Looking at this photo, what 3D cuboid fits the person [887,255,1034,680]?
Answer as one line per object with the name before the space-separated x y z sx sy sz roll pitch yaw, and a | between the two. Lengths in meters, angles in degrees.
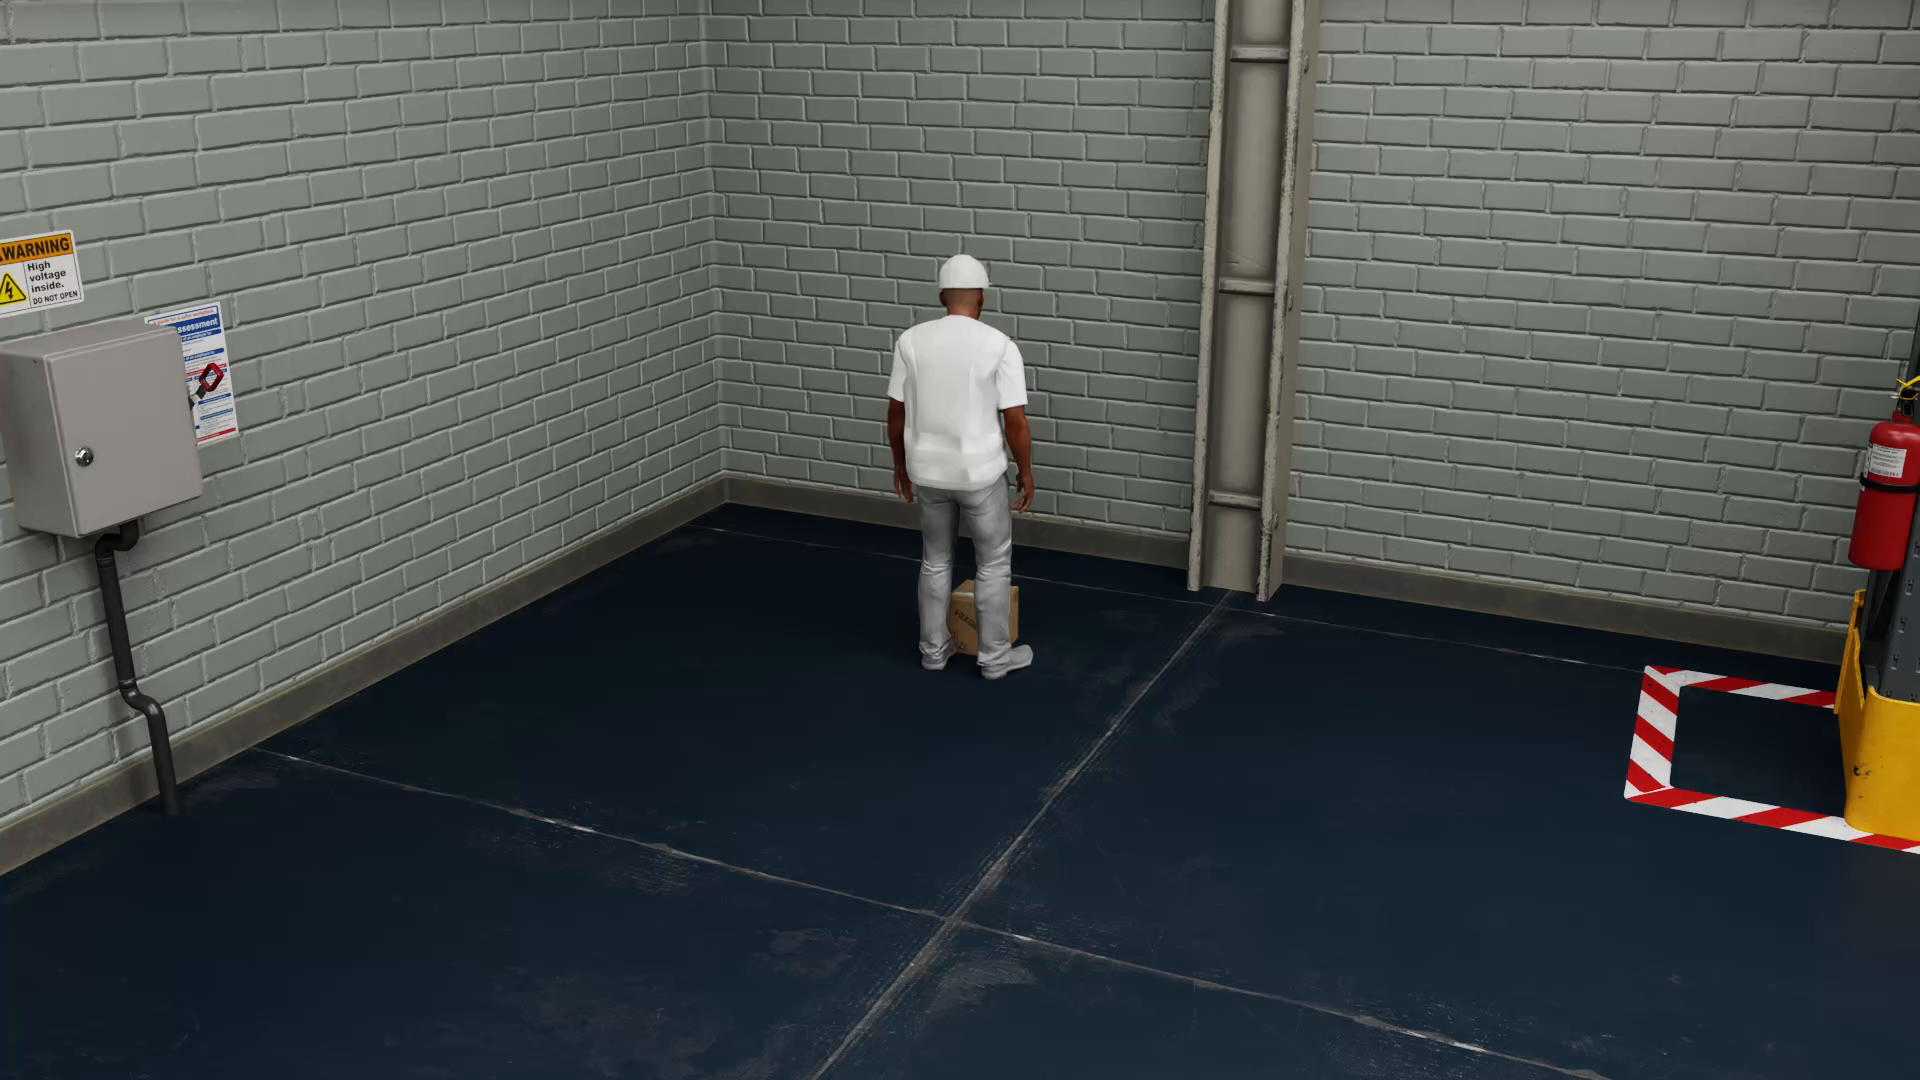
person | 0.010 -0.296 6.902 0.622 1.759 0.462 7 20 21
